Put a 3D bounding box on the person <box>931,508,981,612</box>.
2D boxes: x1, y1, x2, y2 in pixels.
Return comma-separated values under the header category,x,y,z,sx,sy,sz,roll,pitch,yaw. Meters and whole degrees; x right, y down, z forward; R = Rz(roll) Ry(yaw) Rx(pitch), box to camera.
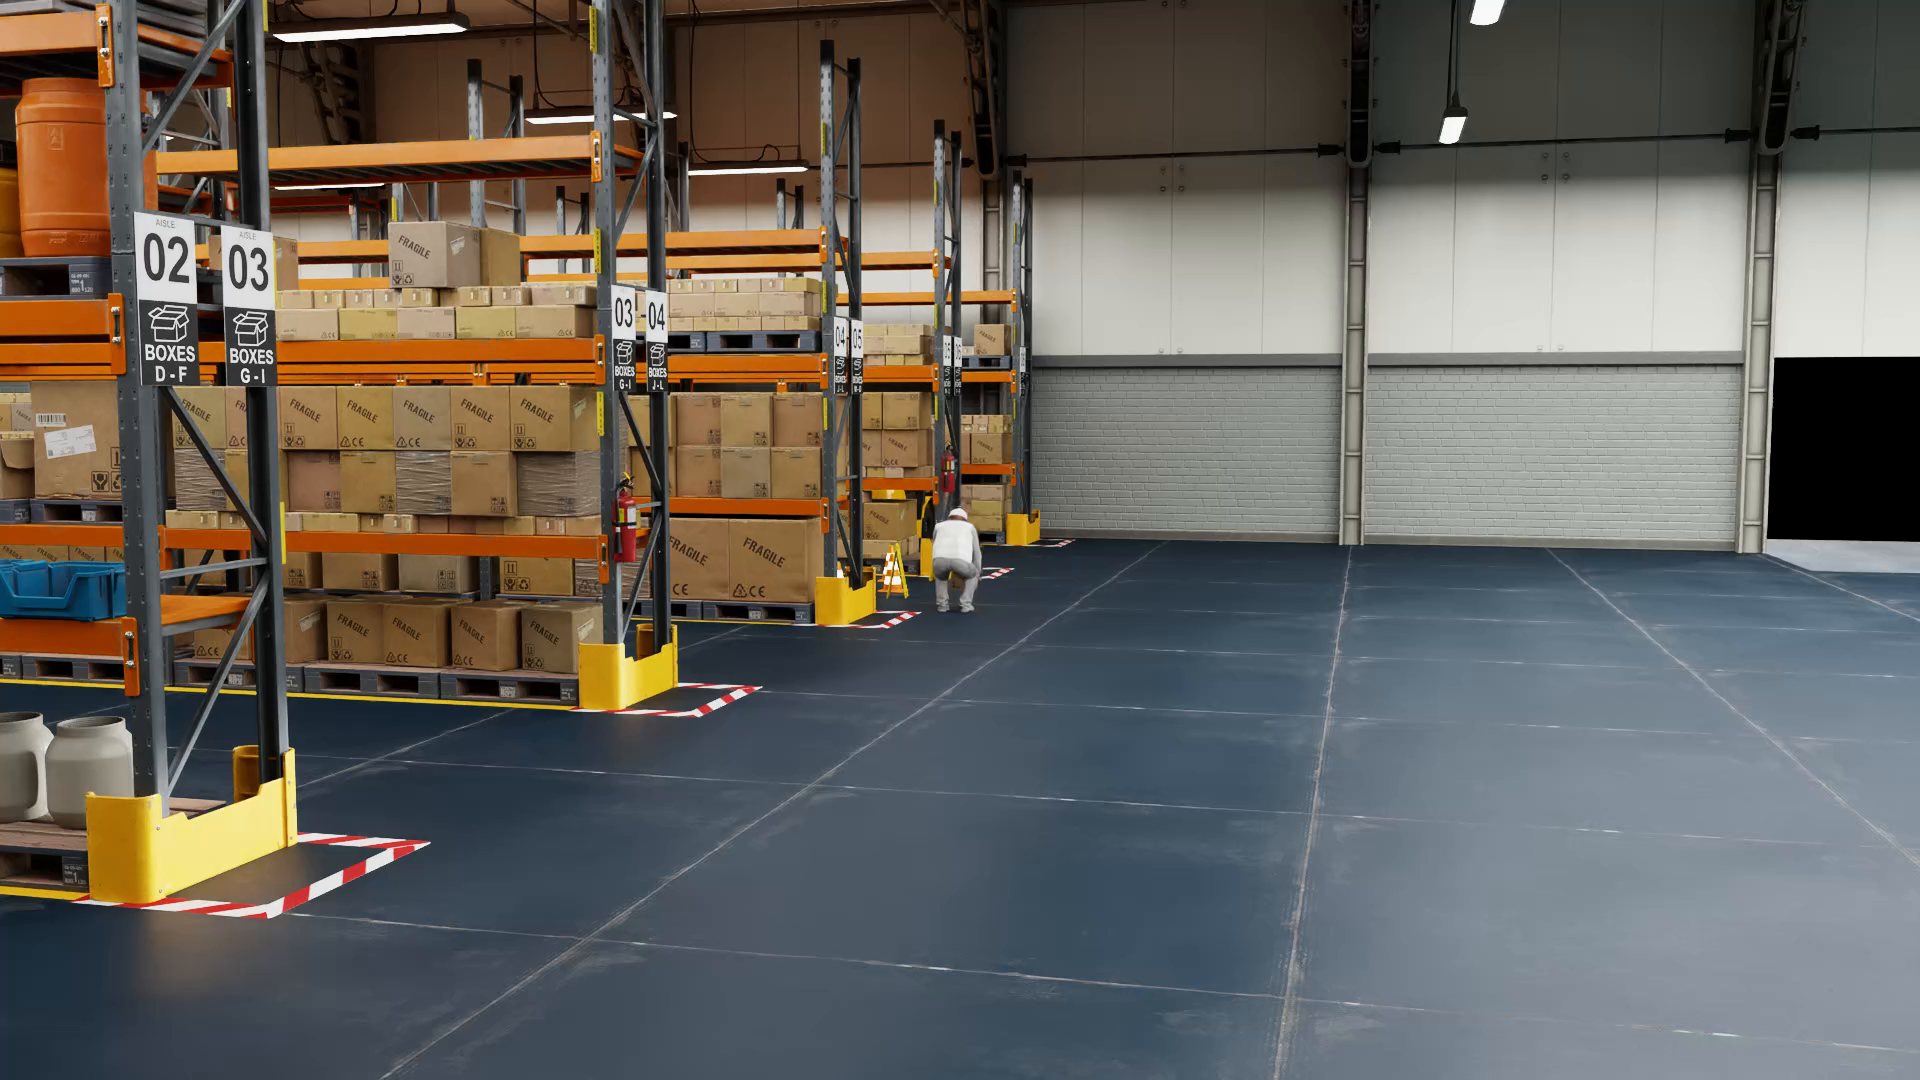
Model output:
category,x,y,z,sx,sy,sz,roll,pitch,yaw
person,-0.075,0.226,18.568,0.556,1.125,0.866,1,5,14
